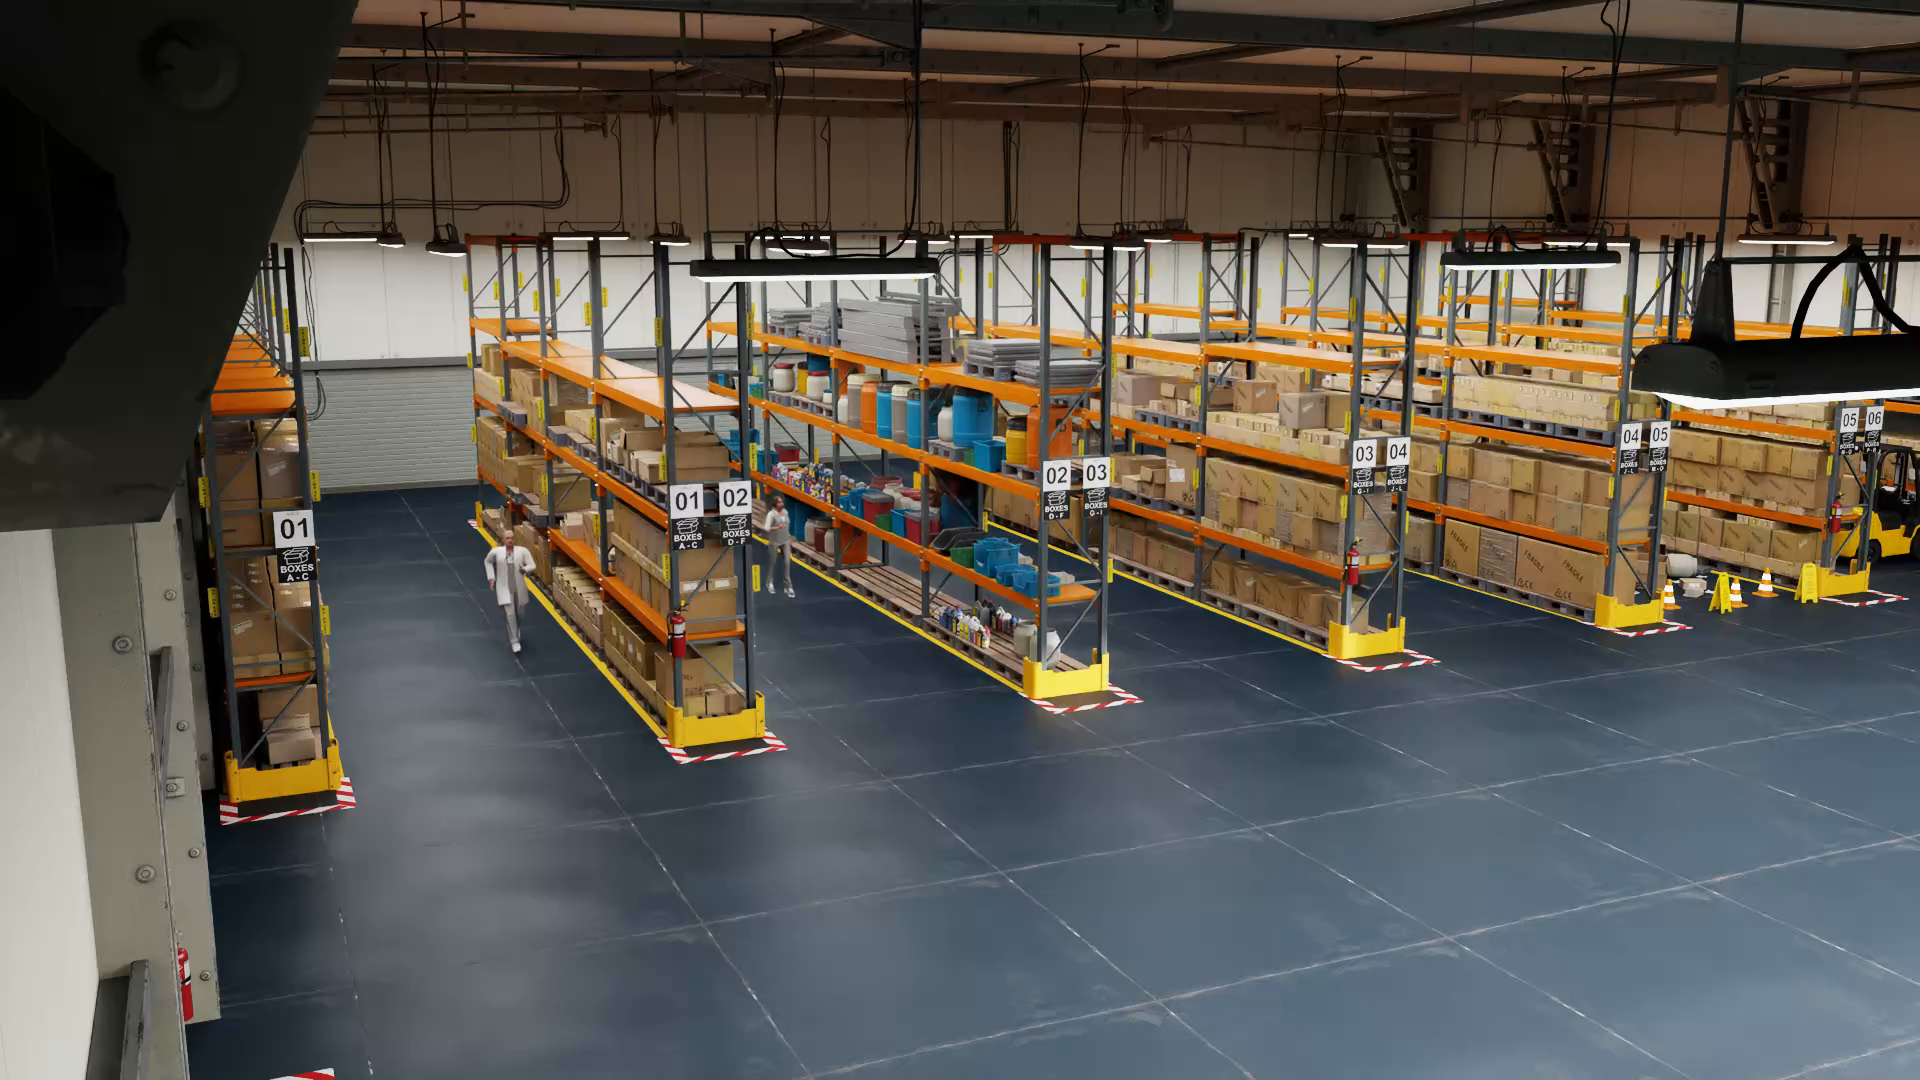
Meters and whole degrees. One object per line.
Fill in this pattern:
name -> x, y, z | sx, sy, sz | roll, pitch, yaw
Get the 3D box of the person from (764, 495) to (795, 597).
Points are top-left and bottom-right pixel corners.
person -> -2.911, 0.087, 26.792 | 0.533, 1.632, 0.760 | -7, 13, -32

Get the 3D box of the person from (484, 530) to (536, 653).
person -> -6.642, 0.714, 24.642 | 0.711, 1.754, 1.032 | -4, 12, -22

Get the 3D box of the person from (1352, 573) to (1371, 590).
person -> 6.885, 0.003, 28.556 | 0.698, 1.732, 0.569 | -9, 14, -39
